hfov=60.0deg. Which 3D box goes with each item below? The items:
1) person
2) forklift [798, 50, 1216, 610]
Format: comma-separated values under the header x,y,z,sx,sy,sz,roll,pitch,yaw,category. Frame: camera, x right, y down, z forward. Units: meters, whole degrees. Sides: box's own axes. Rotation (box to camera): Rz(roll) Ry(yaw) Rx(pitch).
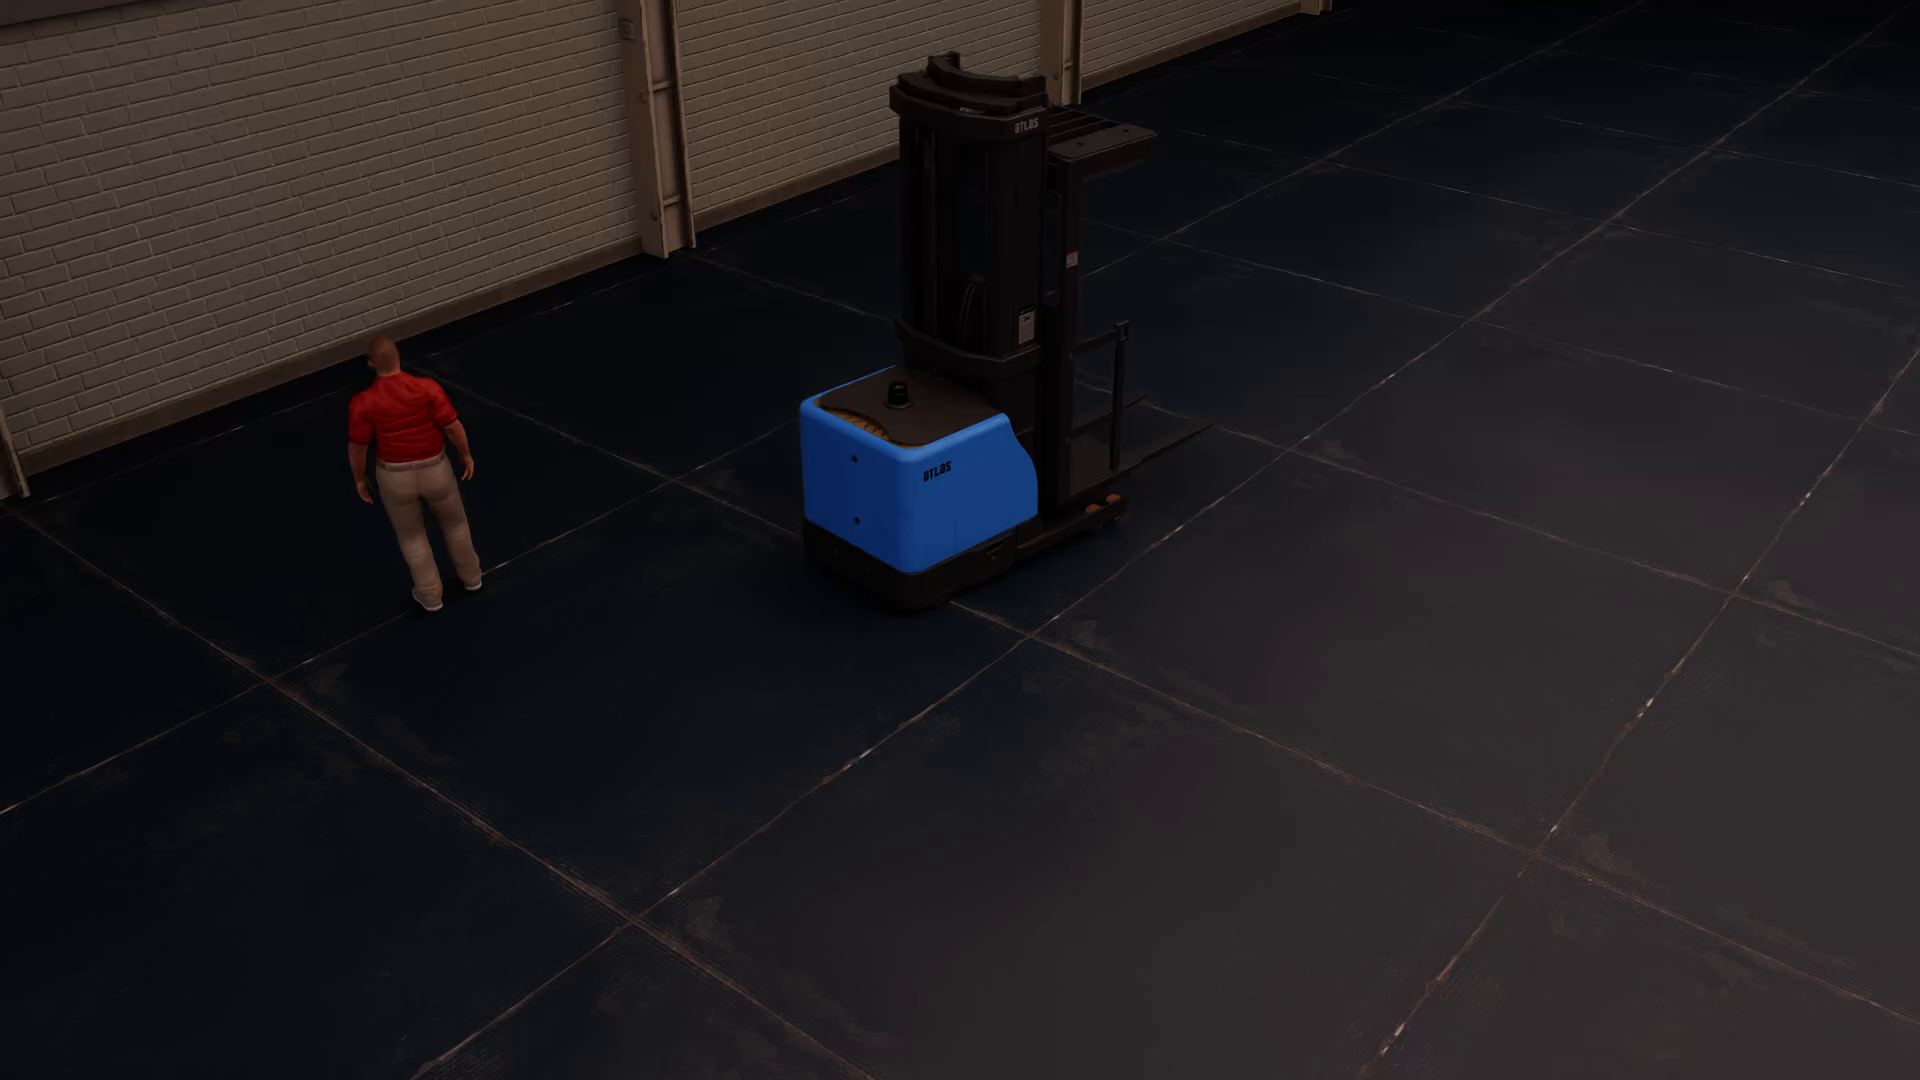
x,y,z,sx,sy,sz,roll,pitch,yaw,category
-3.119,-0.410,9.481,0.659,1.732,0.546,-12,32,-20,person
0.446,-1.495,10.153,3.031,2.935,1.130,-26,39,-37,forklift
